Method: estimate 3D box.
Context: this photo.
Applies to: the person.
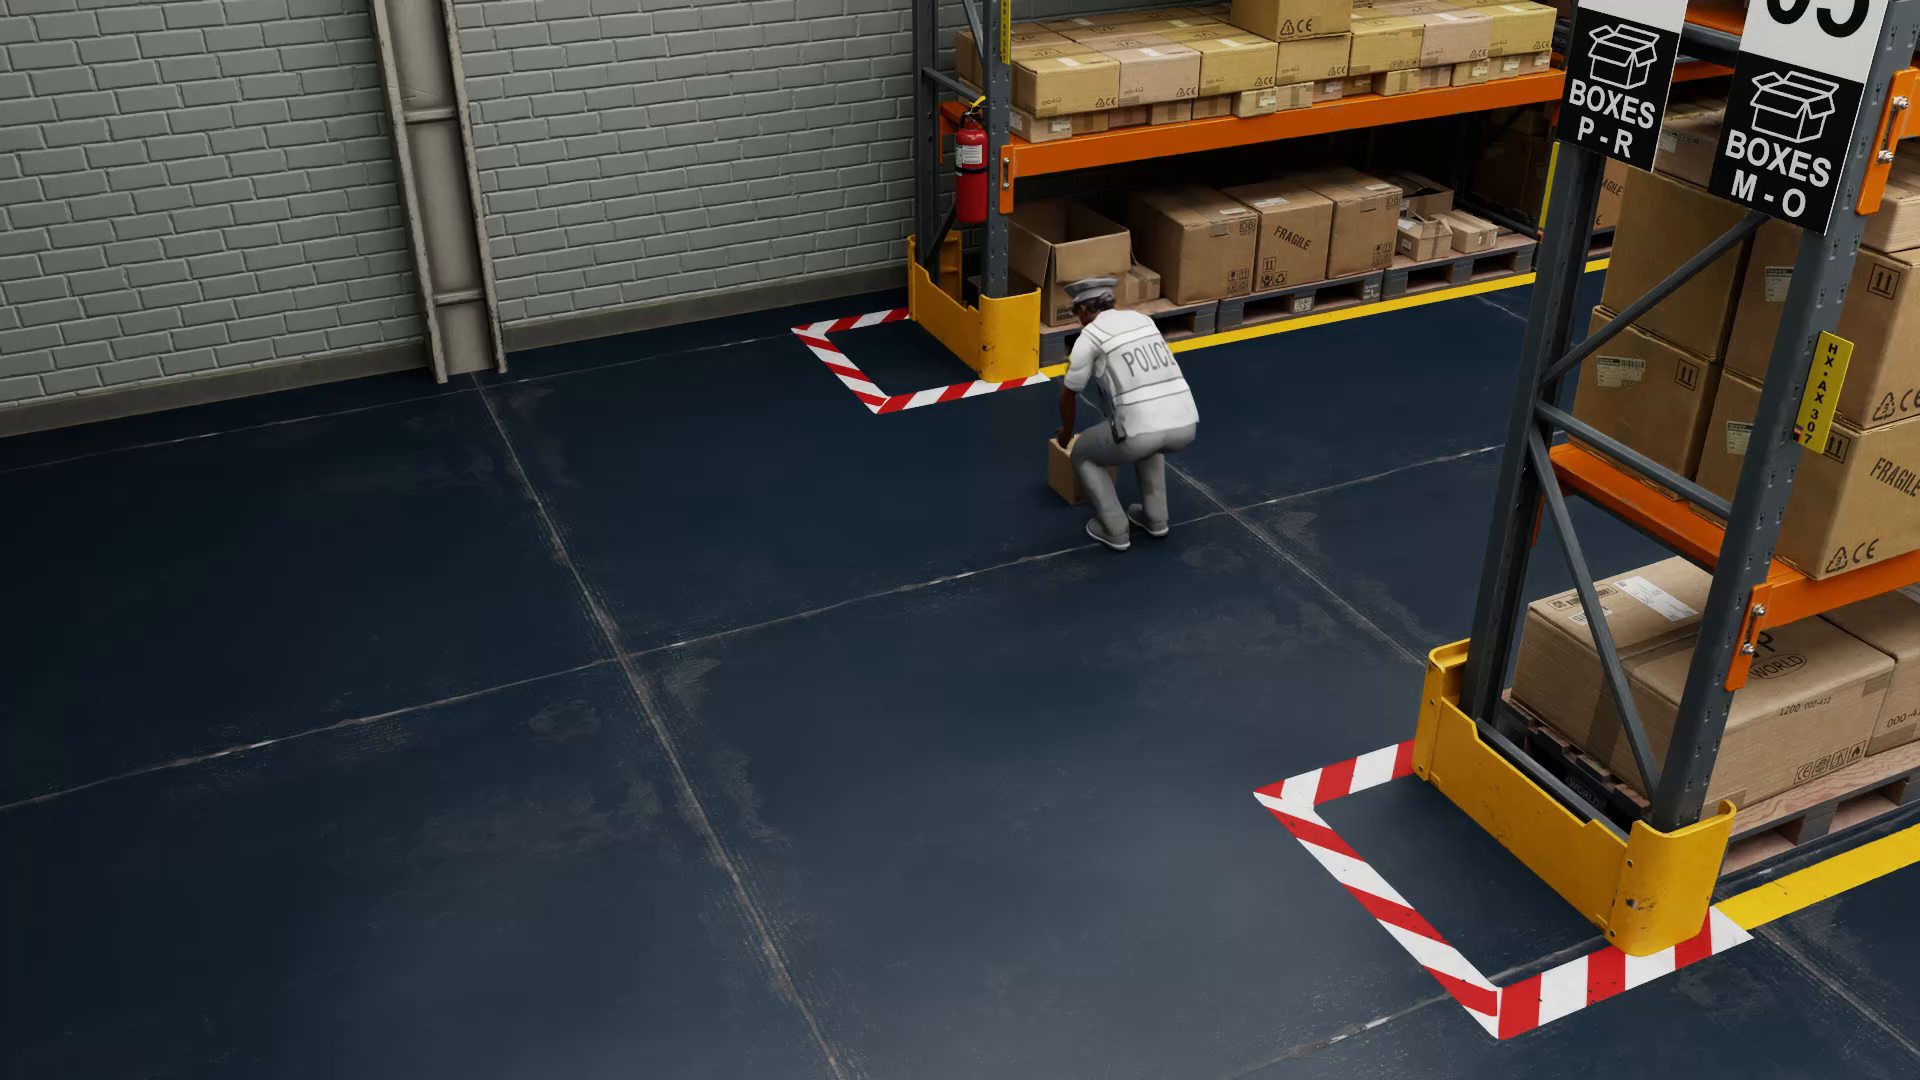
[{"bbox_3d":[0.731,-0.575,7.626,0.496,1.190,0.803,-13,32,-22],"label":"person"}]
